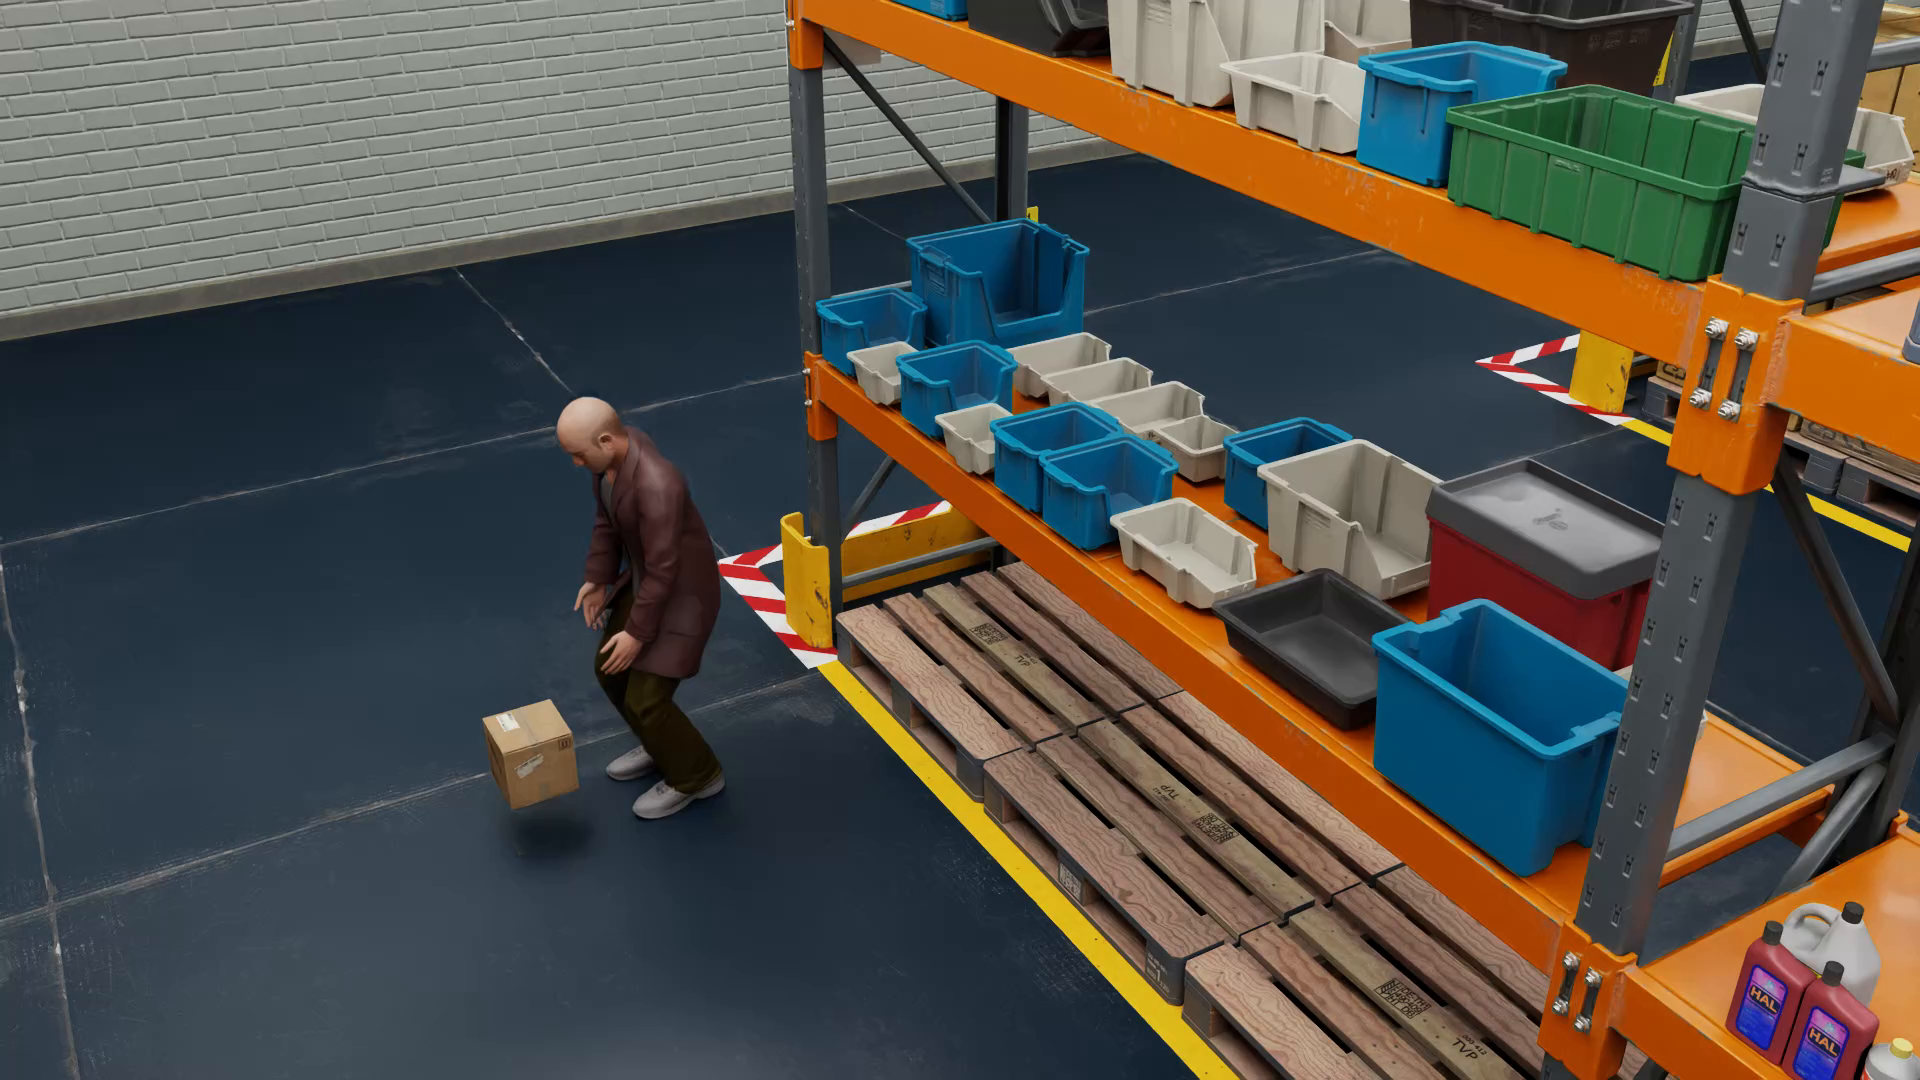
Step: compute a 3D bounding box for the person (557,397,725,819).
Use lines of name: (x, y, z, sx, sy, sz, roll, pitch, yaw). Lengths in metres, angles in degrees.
person: (-1.105, 0.222, 5.934, 0.516, 1.653, 0.612, -15, 32, -25)
